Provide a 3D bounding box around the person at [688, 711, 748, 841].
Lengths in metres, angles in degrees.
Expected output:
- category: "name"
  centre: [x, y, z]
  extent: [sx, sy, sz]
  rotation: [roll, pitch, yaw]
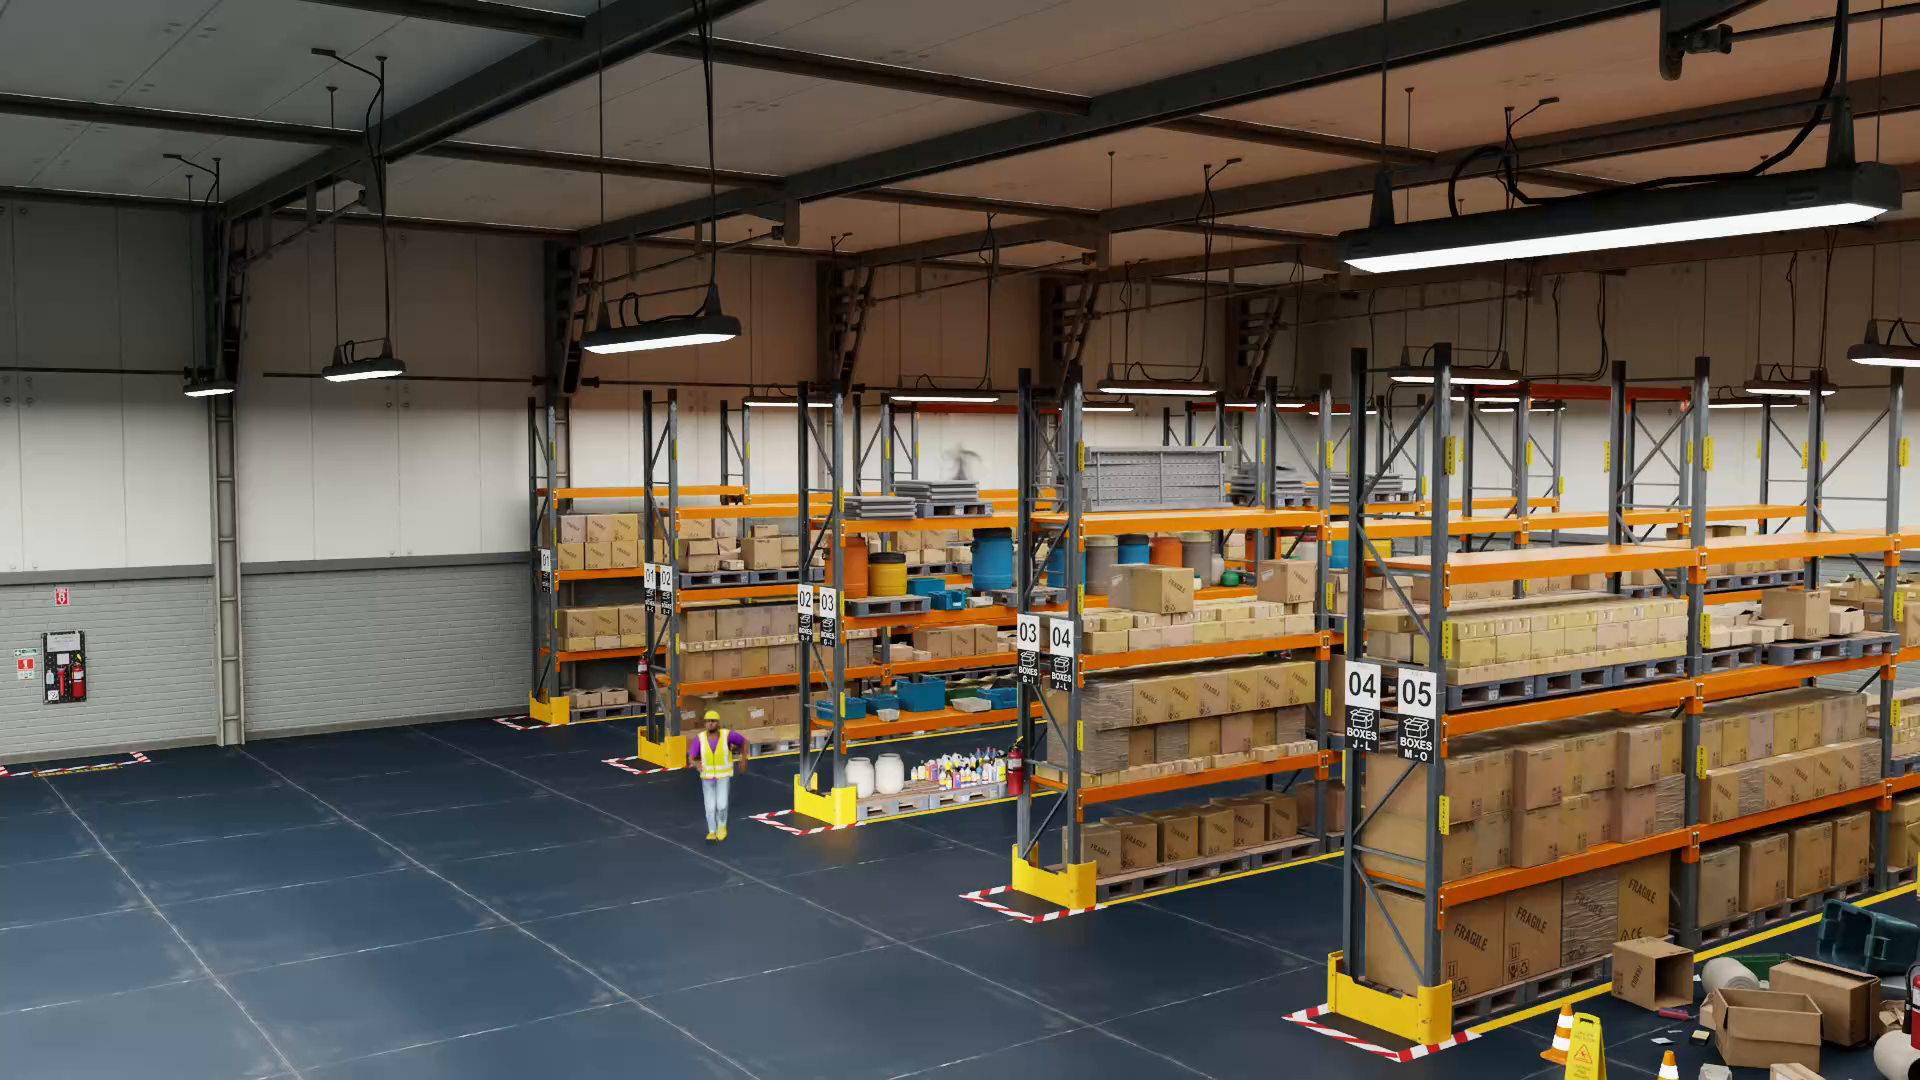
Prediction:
- category: "person"
  centre: [-3.100, 3.027, 21.245]
  extent: [0.729, 1.713, 0.790]
  rotation: [0, 3, 2]
